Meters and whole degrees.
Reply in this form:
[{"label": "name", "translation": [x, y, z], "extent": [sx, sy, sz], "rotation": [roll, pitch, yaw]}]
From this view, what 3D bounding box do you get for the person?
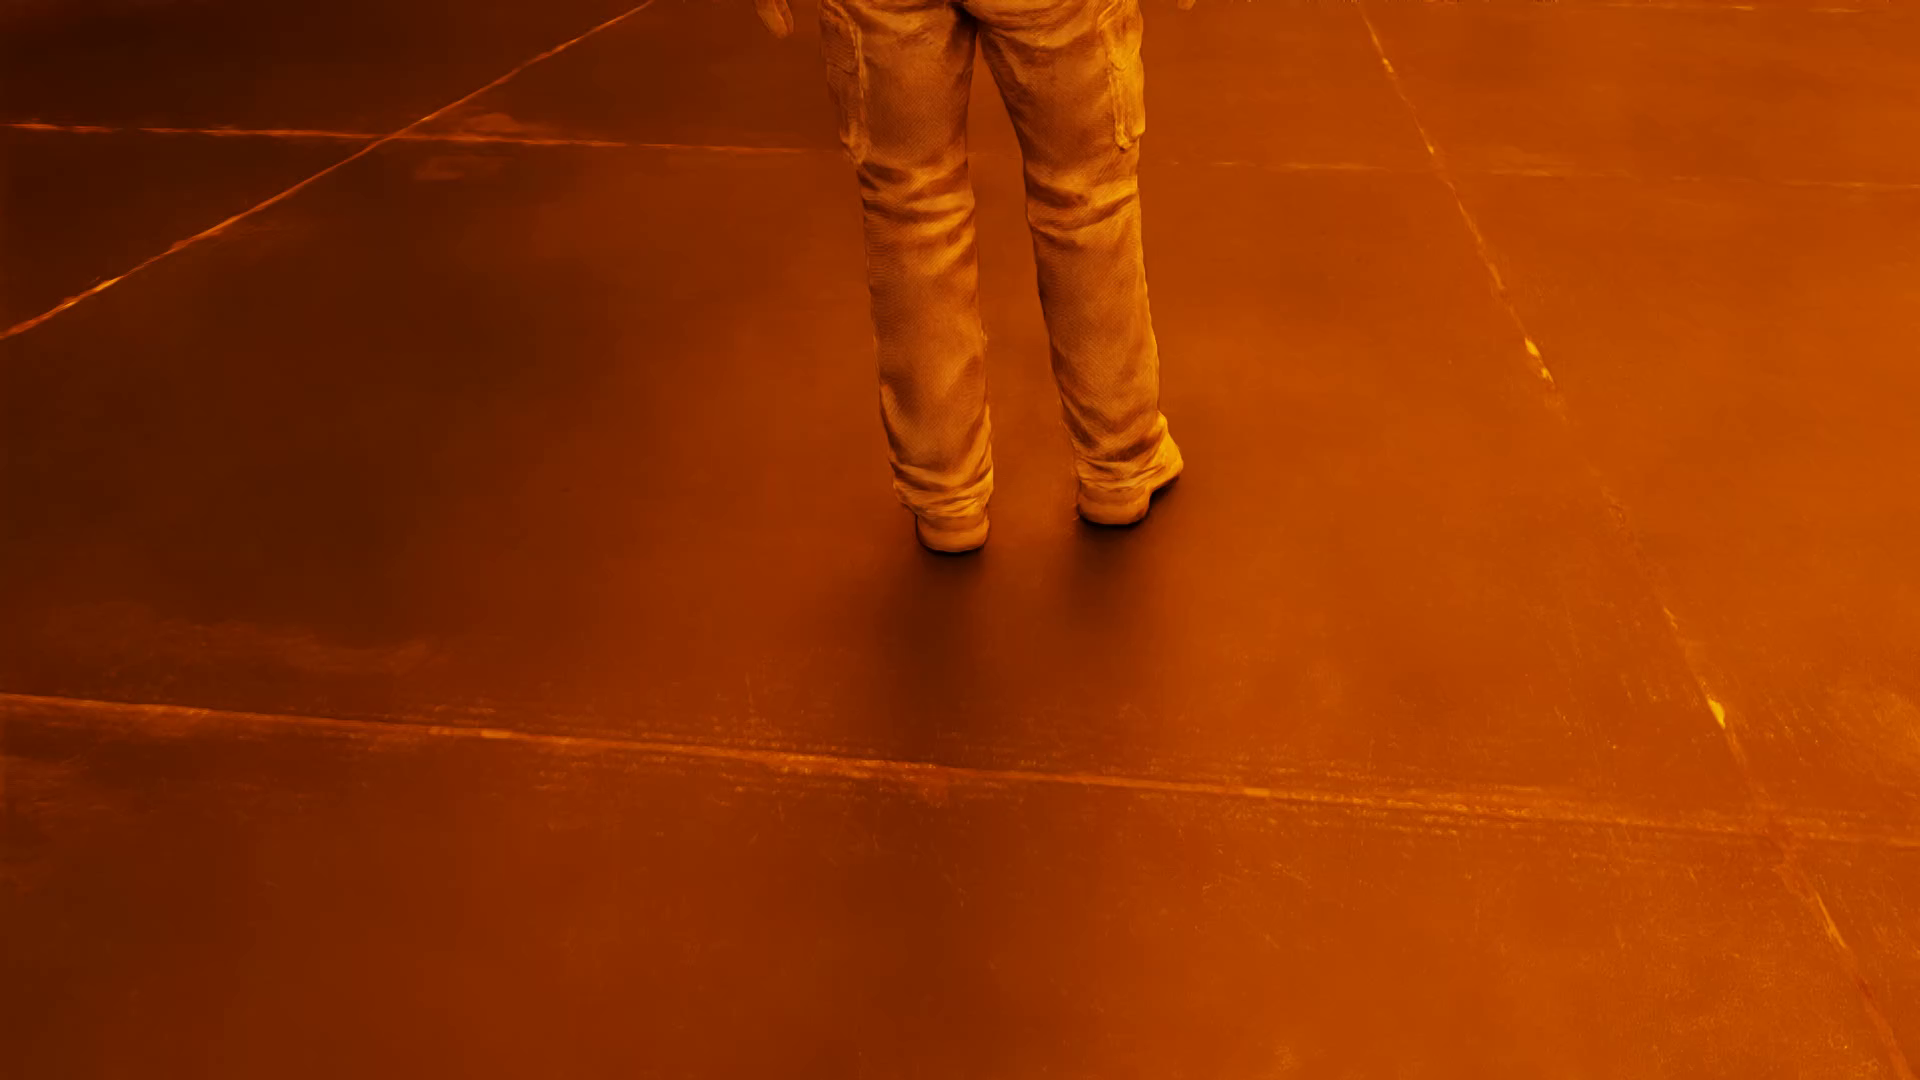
[{"label": "person", "translation": [0.017, -0.836, 2.162], "extent": [0.655, 1.782, 0.576], "rotation": [3, 27, 7]}]
